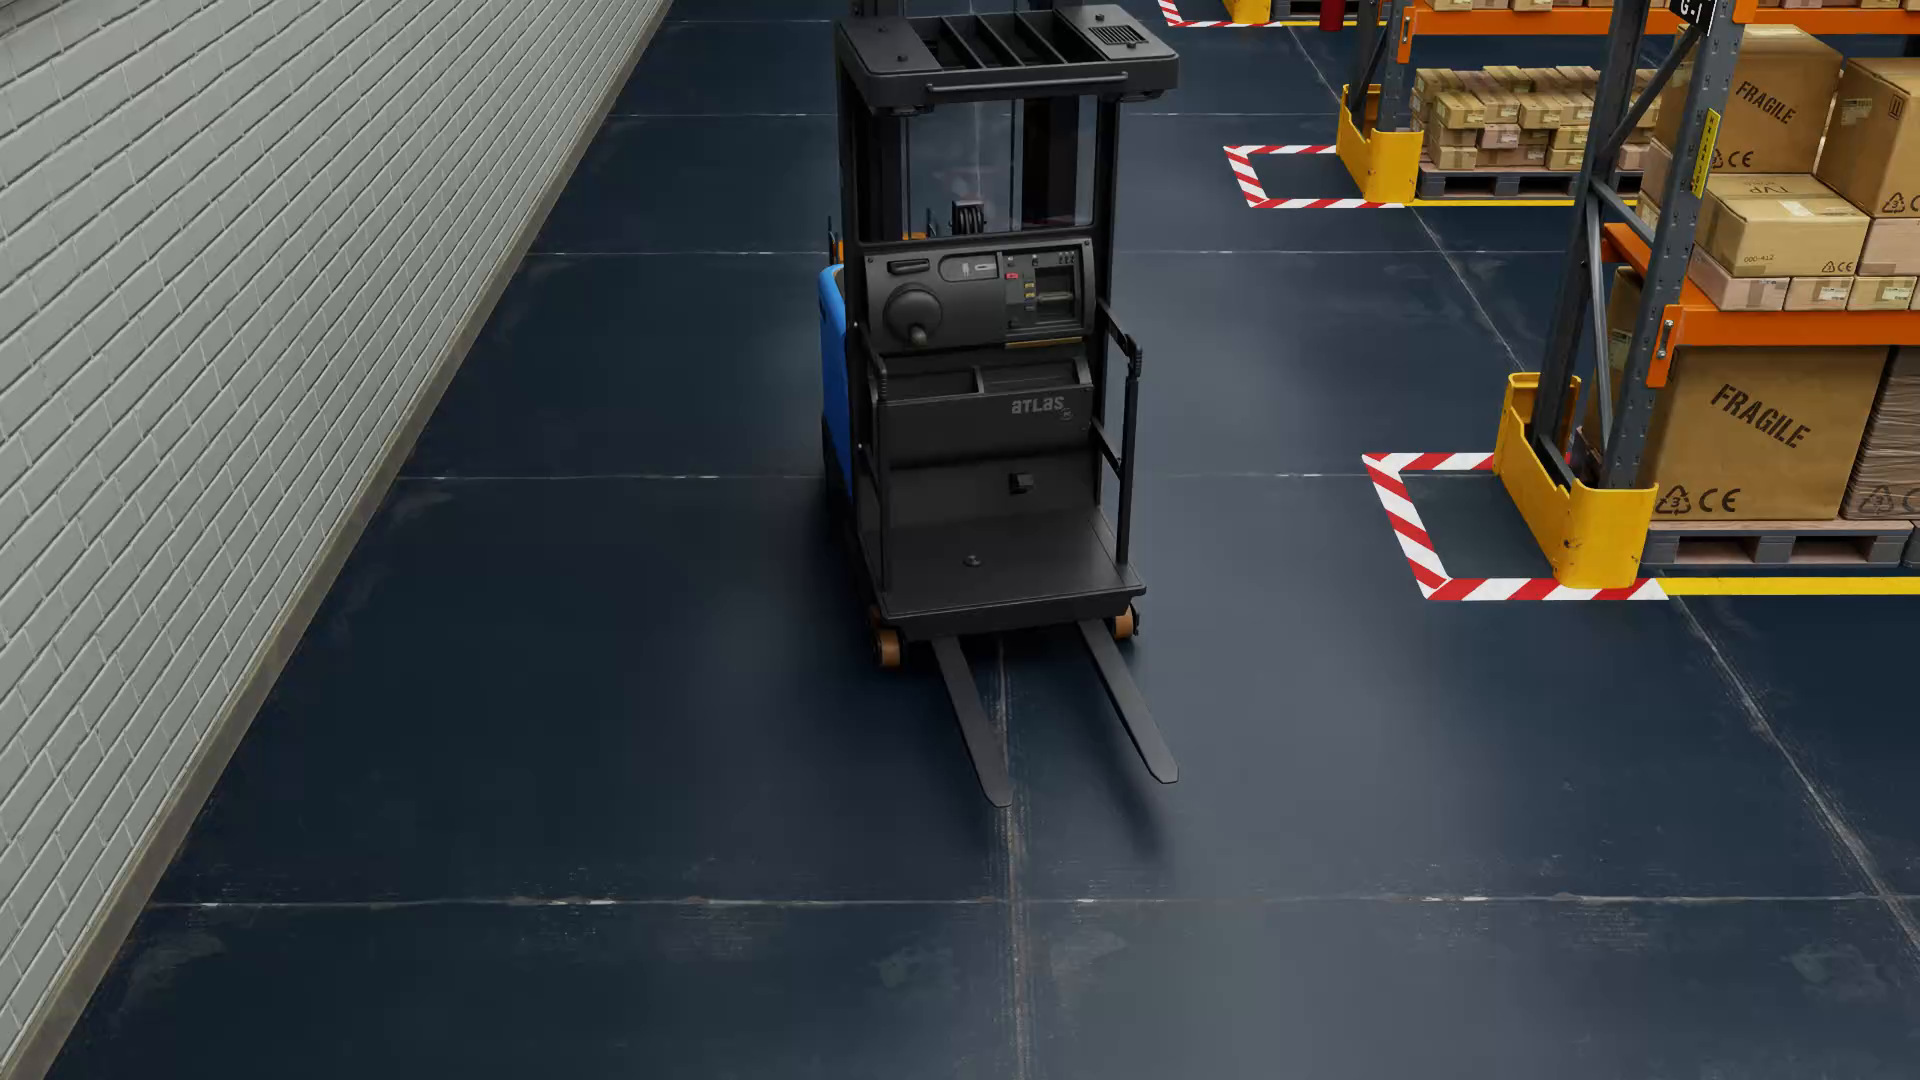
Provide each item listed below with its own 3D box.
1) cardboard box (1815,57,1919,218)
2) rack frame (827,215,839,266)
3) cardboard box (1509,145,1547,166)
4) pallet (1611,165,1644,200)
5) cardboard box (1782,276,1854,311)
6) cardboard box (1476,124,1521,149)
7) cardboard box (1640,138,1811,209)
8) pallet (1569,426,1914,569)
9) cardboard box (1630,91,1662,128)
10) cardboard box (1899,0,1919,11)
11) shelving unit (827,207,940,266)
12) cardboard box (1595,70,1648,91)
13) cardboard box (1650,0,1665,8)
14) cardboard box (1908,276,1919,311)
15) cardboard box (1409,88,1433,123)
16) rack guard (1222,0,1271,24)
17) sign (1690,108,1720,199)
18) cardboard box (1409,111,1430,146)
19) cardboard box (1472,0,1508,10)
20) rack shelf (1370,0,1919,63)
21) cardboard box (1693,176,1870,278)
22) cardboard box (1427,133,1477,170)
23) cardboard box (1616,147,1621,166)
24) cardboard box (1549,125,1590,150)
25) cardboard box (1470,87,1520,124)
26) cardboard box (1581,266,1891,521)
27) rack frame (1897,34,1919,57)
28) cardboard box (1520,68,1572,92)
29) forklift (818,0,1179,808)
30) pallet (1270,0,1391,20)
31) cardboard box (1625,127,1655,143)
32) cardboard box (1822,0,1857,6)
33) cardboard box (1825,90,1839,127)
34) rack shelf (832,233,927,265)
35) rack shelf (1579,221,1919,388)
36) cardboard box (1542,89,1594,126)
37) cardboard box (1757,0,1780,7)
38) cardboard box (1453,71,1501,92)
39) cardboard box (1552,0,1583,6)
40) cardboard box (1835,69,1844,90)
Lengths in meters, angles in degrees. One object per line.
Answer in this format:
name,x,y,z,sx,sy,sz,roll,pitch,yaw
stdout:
cardboard box,3.848,-1.616,6.656,0.500,0.500,0.500,-1,31,-1
rack frame,-0.606,-0.997,8.236,0.015,1.200,0.240,-7,32,-11
cardboard box,3.973,-2.786,11.794,0.250,0.149,0.380,0,31,0
pallet,5.043,-2.737,12.057,1.213,0.211,1.003,0,31,0
cardboard box,3.480,-1.093,6.902,0.250,0.149,0.380,-1,31,-1
cardboard box,3.738,-2.870,11.645,0.250,0.149,0.380,0,31,-1
cardboard box,3.350,-1.571,7.306,0.500,0.250,0.500,-1,31,-1
pallet,3.666,-0.220,7.909,1.213,0.211,1.003,0,31,0
cardboard box,4.780,-2.997,11.568,0.250,0.149,0.380,0,31,0
cardboard box,6.397,-3.668,11.145,0.250,0.149,0.380,-1,31,-2
shelving unit,-0.368,-1.025,8.282,0.503,1.200,0.258,-7,32,-11
cardboard box,4.767,-3.269,12.016,0.250,0.149,0.380,-1,31,-2
cardboard box,4.564,-3.707,11.210,0.250,0.149,0.380,-1,31,-1
cardboard box,3.997,-1.095,6.906,0.250,0.149,0.380,-1,31,-1
cardboard box,3.464,-3.180,12.156,0.250,0.149,0.380,-1,31,-2
rack guard,2.783,-5.441,16.235,0.348,0.500,1.175,0,31,0
sign,2.864,-1.485,6.395,0.005,0.325,0.100,0,31,0
cardboard box,3.463,-3.013,12.167,0.250,0.149,0.380,0,31,1
cardboard box,3.518,-3.688,11.179,0.250,0.149,0.380,1,31,1
rack shelf,4.938,-3.641,11.552,4.000,0.370,1.077,0,31,0
cardboard box,3.348,-1.293,6.848,0.500,0.250,0.500,-1,31,-2
cardboard box,3.464,-2.738,11.715,0.250,0.149,0.380,0,31,1
cardboard box,4.484,-2.780,11.784,0.250,0.149,0.380,0,31,0
cardboard box,4.239,-2.861,11.631,0.250,0.149,0.380,1,31,1
cardboard box,3.739,-3.046,11.648,0.250,0.149,0.380,0,31,1
cardboard box,3.506,-0.684,7.629,0.875,0.875,0.875,0,31,0
rack frame,6.938,-3.955,11.376,0.127,3.000,1.000,0,31,0
cardboard box,4.235,-3.296,12.060,0.250,0.149,0.380,-1,31,-2
forklift,0.131,-0.937,6.469,1.130,2.935,3.031,-6,32,-10
pallet,3.606,-5.360,16.381,1.213,0.211,1.003,0,31,0
cardboard box,4.775,-2.934,11.750,0.250,0.149,0.380,1,31,2
cardboard box,5.871,-3.732,11.252,0.250,0.149,0.380,-1,31,-2
cardboard box,6.079,-3.008,11.585,0.250,0.149,0.380,0,31,-1
rack shelf,-0.368,-1.361,8.078,0.480,0.148,0.258,-7,32,-11
rack shelf,4.867,-1.068,7.312,4.000,0.370,1.077,0,31,0
cardboard box,4.239,-3.024,11.612,0.250,0.149,0.380,-2,31,-3
cardboard box,5.345,-3.720,11.232,0.250,0.149,0.380,-1,31,-1
cardboard box,3.717,-3.261,12.003,0.250,0.149,0.380,0,31,1
cardboard box,4.046,-3.733,11.253,0.250,0.149,0.380,1,31,2
cardboard box,6.316,-3.306,12.077,0.250,0.149,0.380,1,31,2
